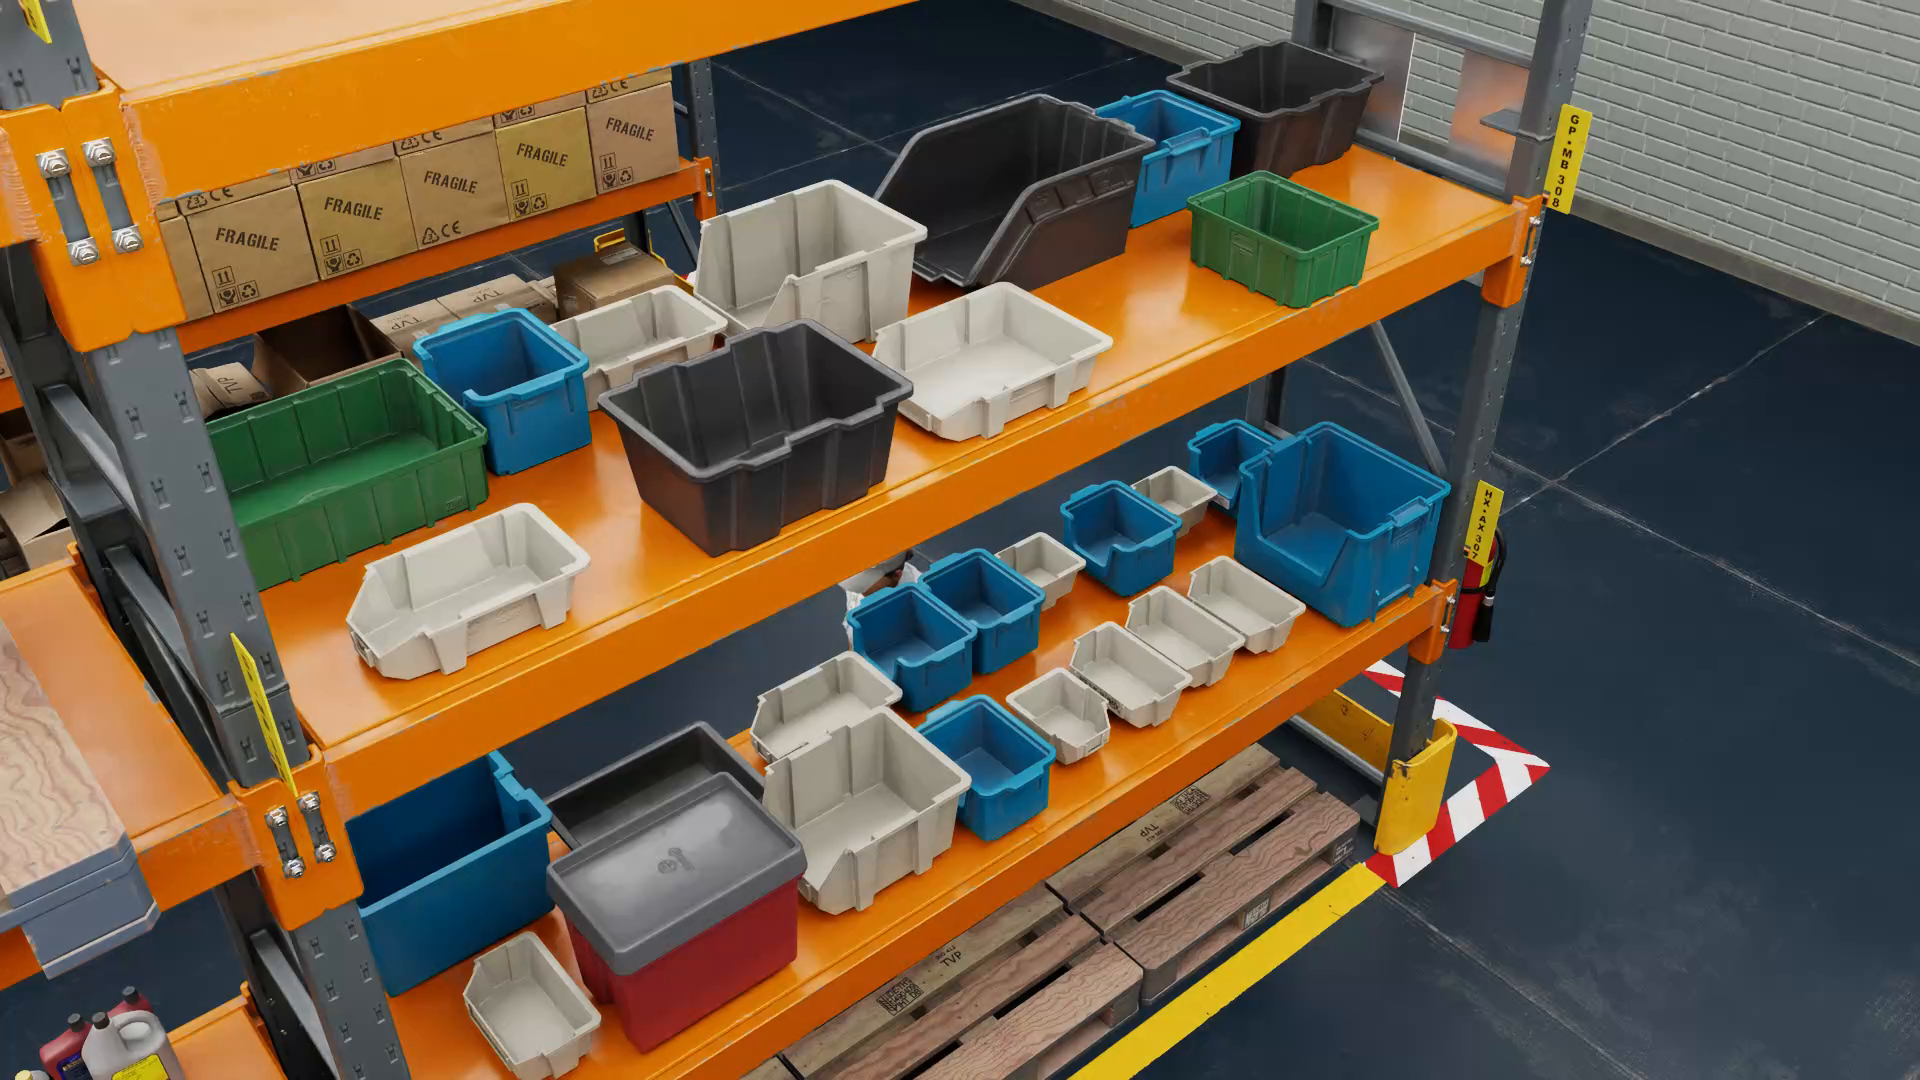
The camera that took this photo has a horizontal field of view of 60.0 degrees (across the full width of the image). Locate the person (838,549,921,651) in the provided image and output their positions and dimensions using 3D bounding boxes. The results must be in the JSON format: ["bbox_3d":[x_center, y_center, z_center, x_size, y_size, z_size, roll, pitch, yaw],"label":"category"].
[{"bbox_3d":[-0.258,0.610,6.234,0.470,1.666,0.543,-27,44,-32],"label":"person"}]
